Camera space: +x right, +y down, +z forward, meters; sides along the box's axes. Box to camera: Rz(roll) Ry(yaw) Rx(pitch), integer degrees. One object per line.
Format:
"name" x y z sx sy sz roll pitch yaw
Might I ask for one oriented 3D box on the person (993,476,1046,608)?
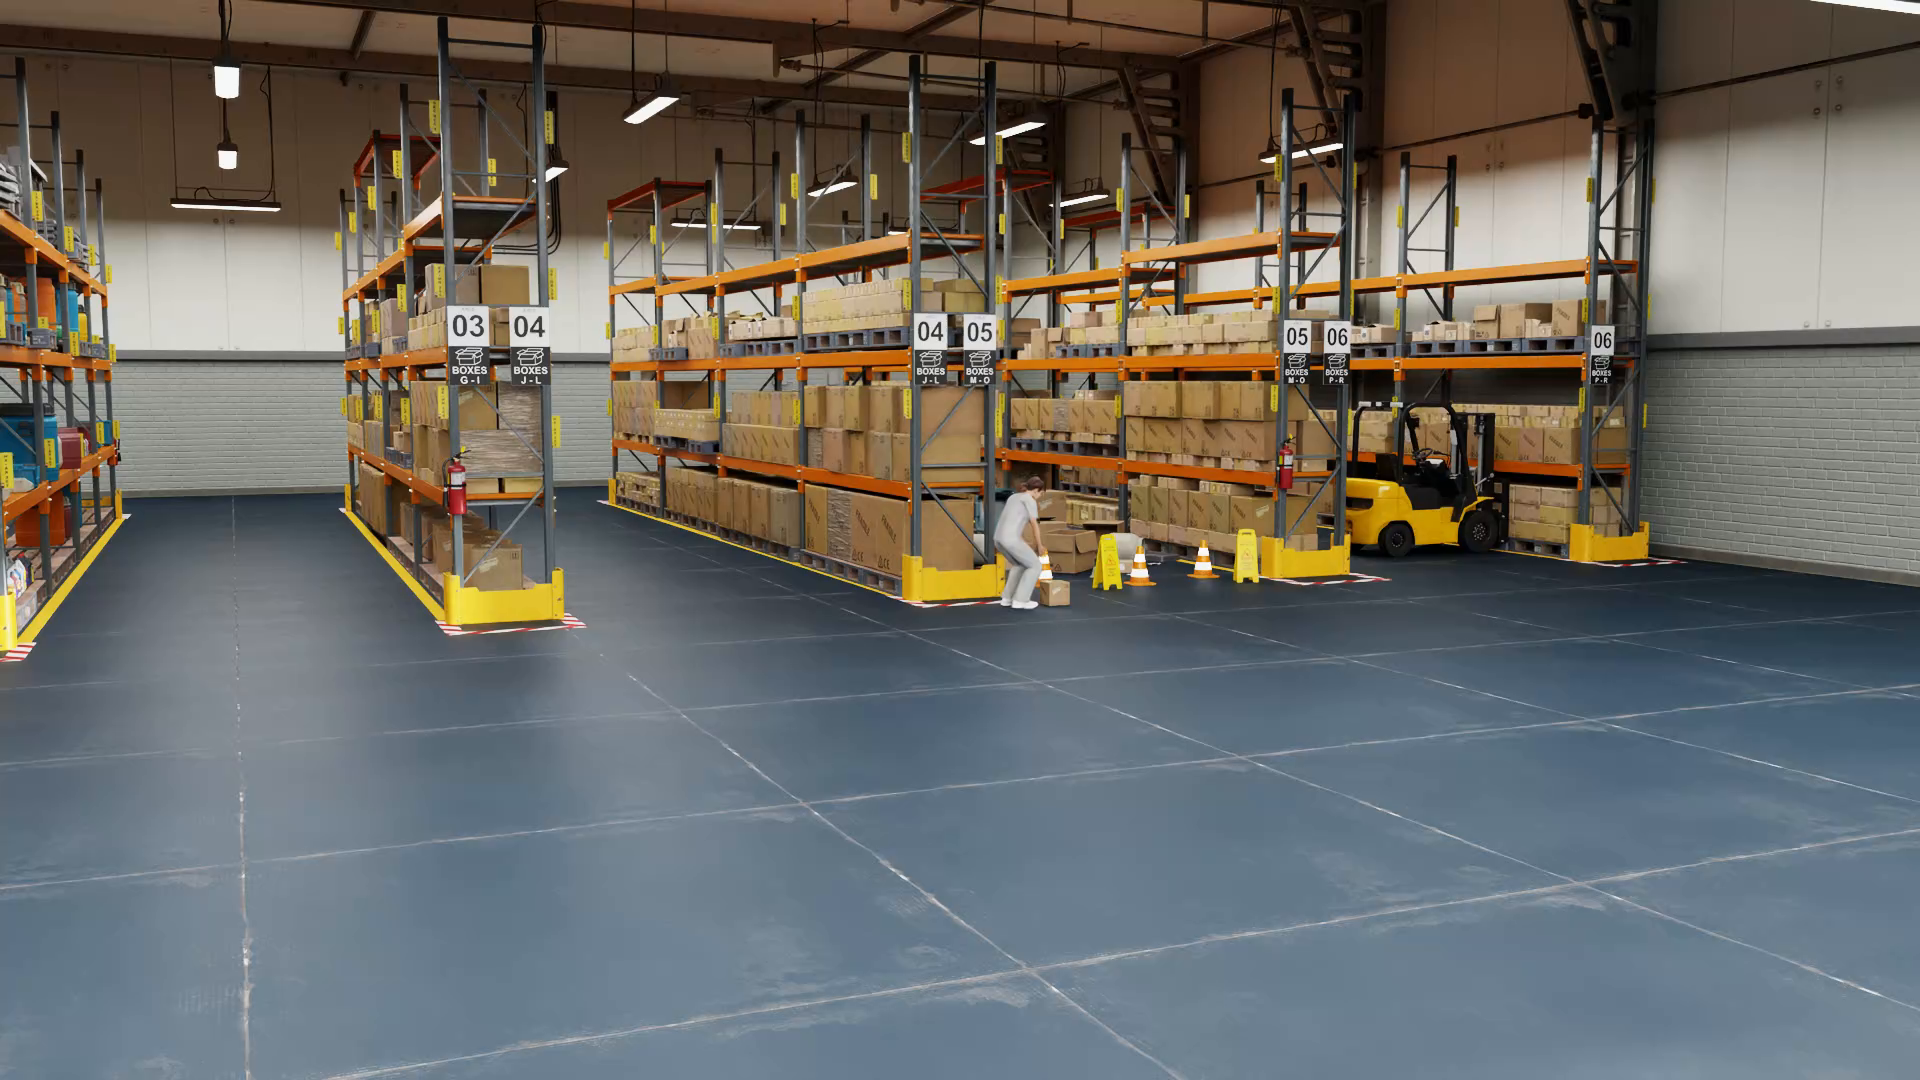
"person" 0.652 0.021 18.136 0.615 1.417 0.490 -3 6 -28
